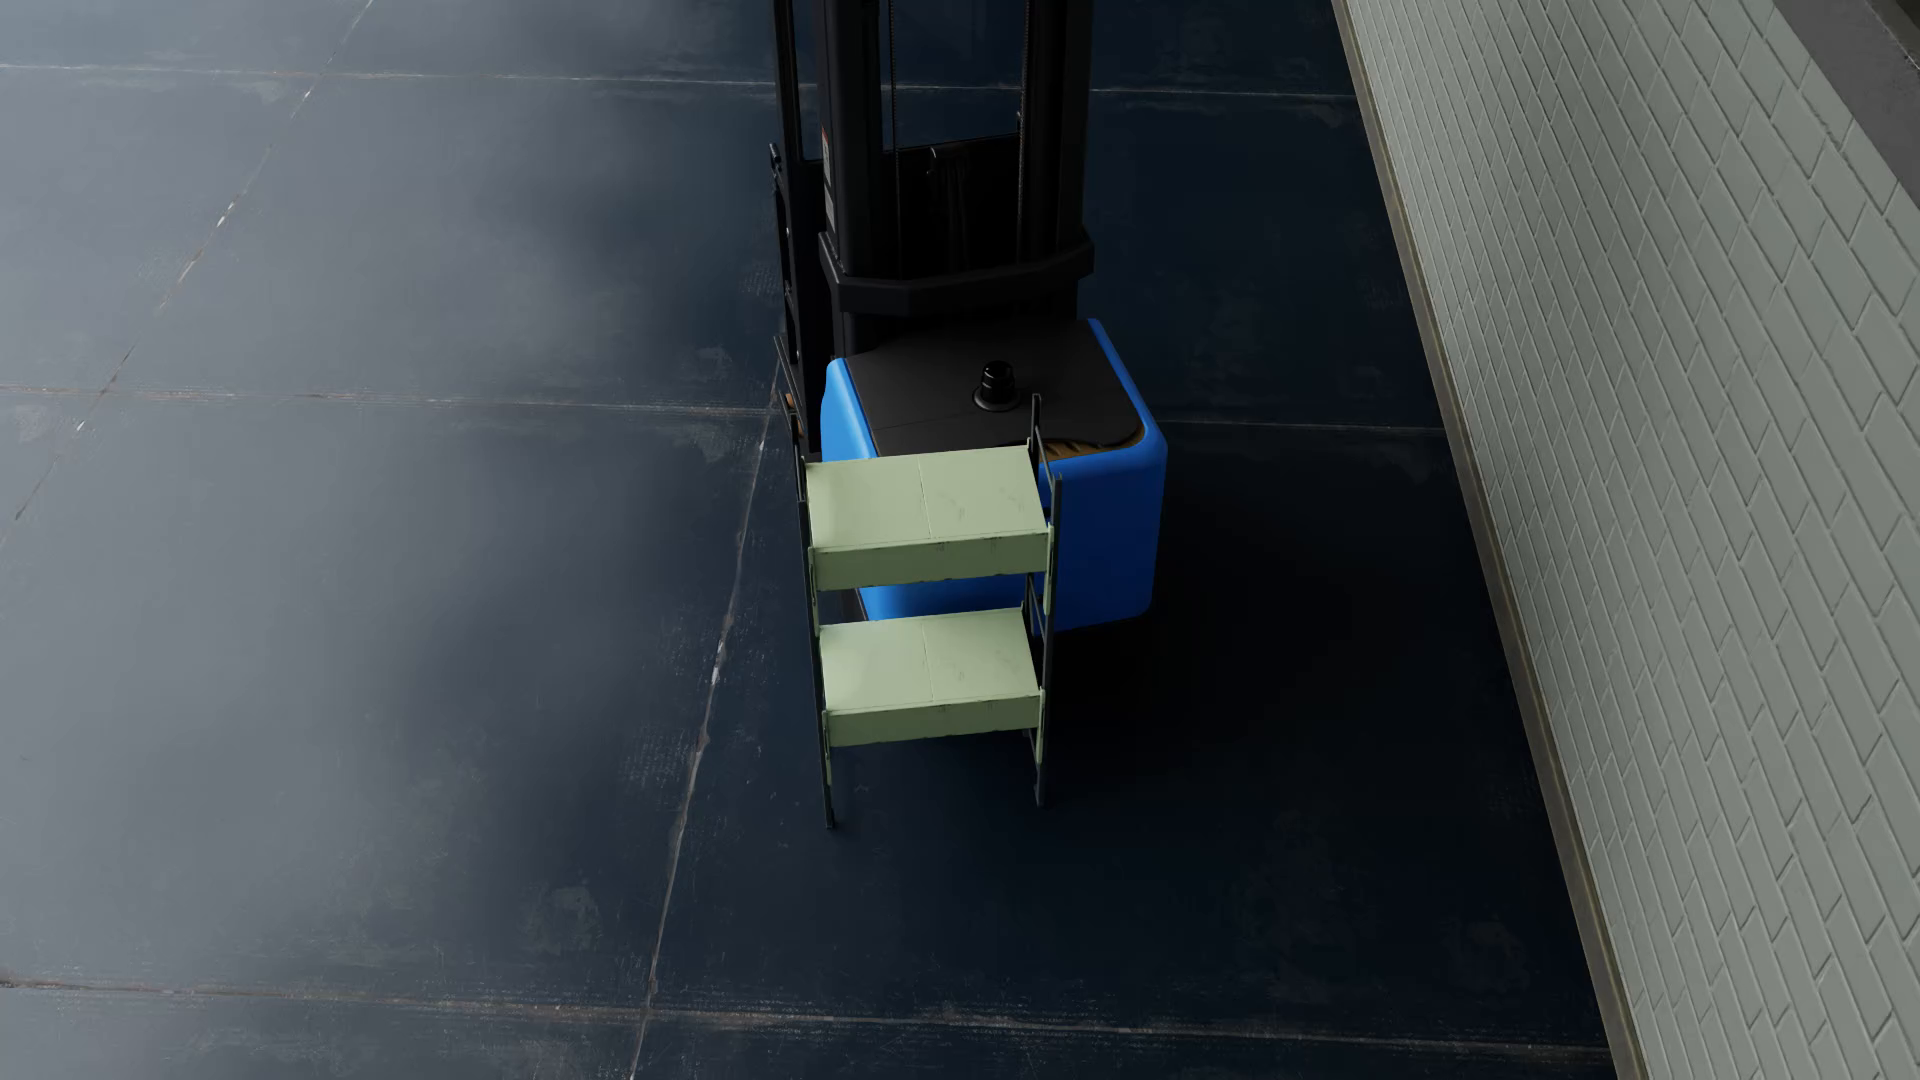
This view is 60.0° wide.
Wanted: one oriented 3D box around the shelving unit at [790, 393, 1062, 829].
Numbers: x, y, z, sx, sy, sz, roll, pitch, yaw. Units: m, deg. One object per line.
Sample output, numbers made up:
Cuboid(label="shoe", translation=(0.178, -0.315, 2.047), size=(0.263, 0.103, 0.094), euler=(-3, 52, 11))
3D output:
Cuboid(label="shelving unit", translation=(-0.108, 0.272, 5.356), size=(0.755, 1.500, 0.431), euler=(-5, 43, -5))

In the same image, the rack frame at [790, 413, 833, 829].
Cuboid(label="rack frame", translation=(-0.471, 0.304, 5.322), size=(0.023, 1.500, 0.400), euler=(-5, 43, -5))

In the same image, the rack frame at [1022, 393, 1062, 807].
Cuboid(label="rack frame", translation=(0.255, 0.240, 5.390), size=(0.023, 1.500, 0.400), euler=(-5, 43, -5))

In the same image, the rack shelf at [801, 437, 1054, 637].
Cuboid(label="rack shelf", translation=(-0.108, -0.012, 5.089), size=(0.720, 0.370, 0.431), euler=(-5, 43, -5))

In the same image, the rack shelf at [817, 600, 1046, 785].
Cuboid(label="rack shelf", translation=(-0.108, 0.510, 5.579), size=(0.720, 0.370, 0.431), euler=(-5, 43, -5))

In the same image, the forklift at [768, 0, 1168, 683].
Cuboid(label="forklift", translation=(-0.160, -1.482, 6.191), size=(1.130, 2.935, 3.031), euler=(-10, 44, -11))
